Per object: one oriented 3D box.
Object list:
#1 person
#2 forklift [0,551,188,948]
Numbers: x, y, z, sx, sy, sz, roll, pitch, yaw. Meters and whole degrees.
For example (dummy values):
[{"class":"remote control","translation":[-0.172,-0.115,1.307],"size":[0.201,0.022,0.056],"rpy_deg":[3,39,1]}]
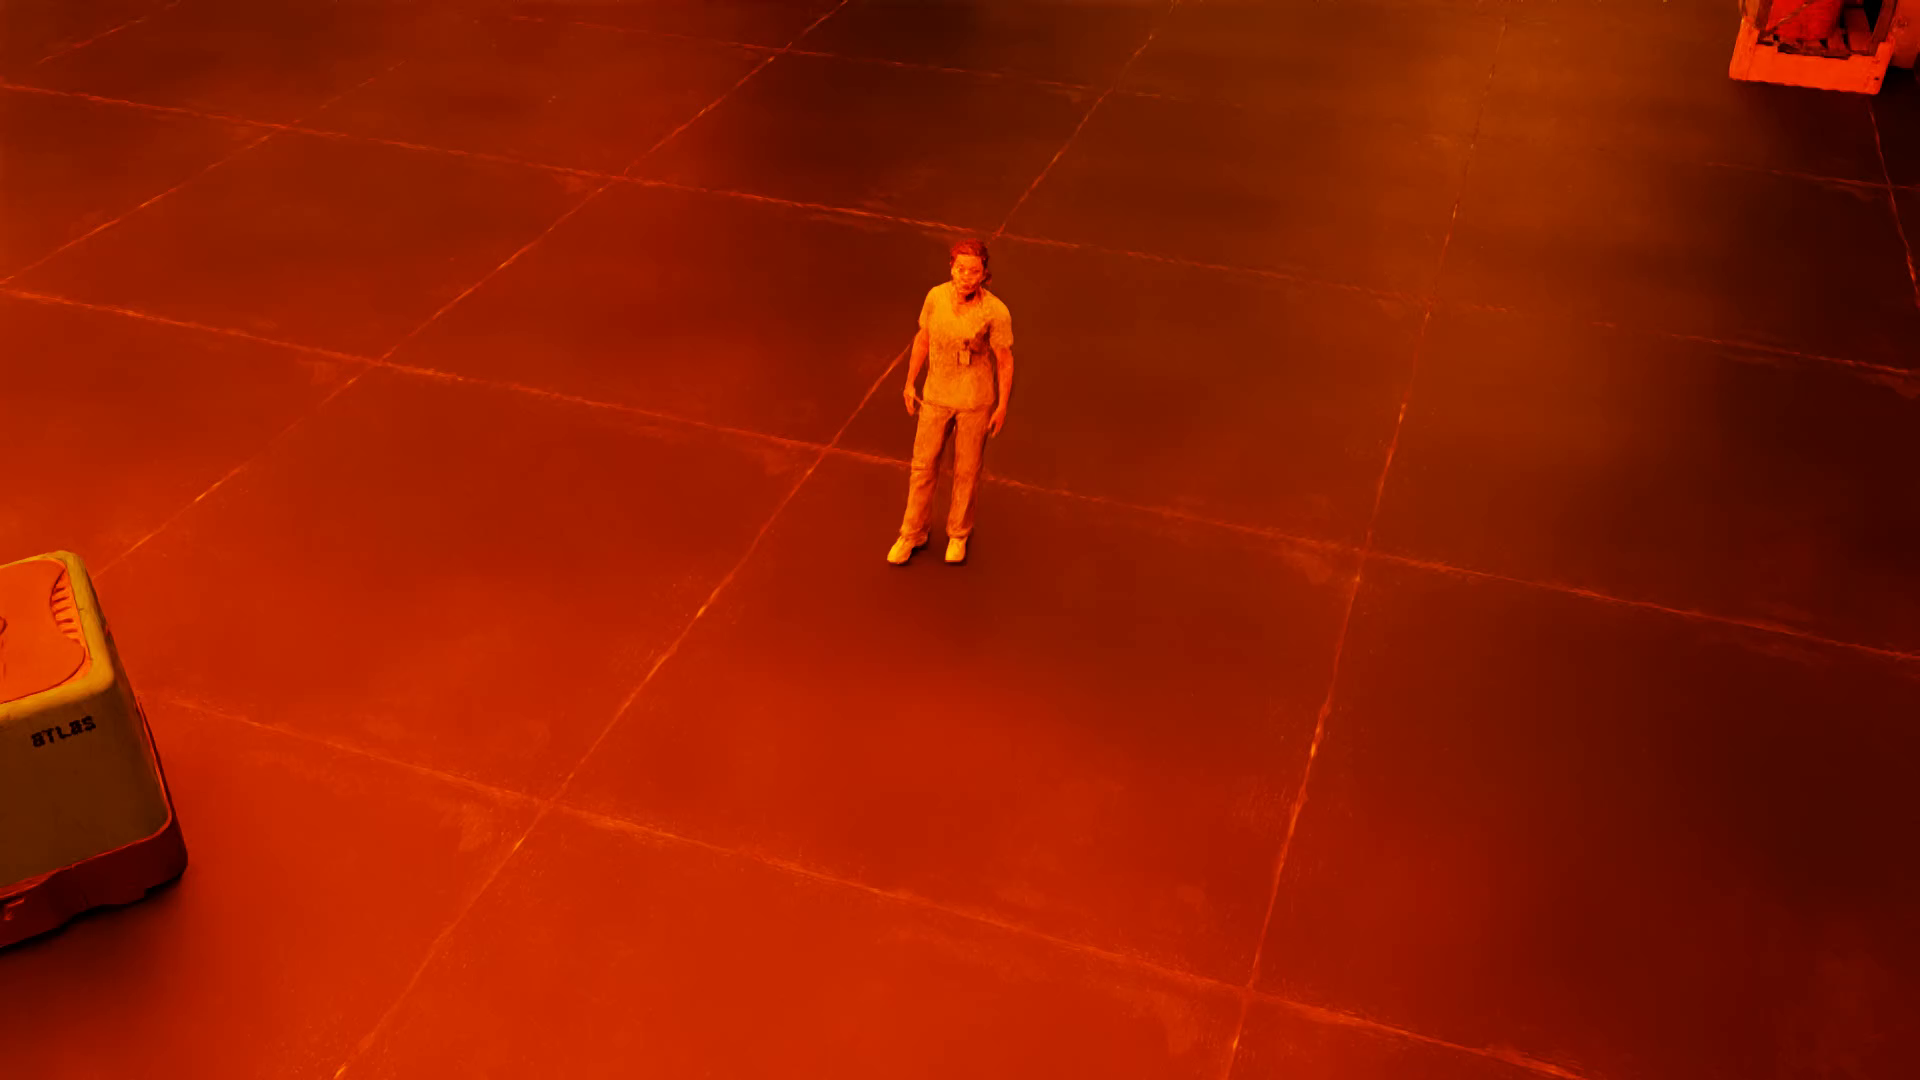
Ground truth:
[{"class":"person","translation":[-0.040,-0.640,8.102],"size":[0.550,1.657,0.532],"rpy_deg":[12,37,16]},{"class":"forklift","translation":[-4.638,0.376,5.580],"size":[3.031,2.935,1.130],"rpy_deg":[-19,40,-25]}]
